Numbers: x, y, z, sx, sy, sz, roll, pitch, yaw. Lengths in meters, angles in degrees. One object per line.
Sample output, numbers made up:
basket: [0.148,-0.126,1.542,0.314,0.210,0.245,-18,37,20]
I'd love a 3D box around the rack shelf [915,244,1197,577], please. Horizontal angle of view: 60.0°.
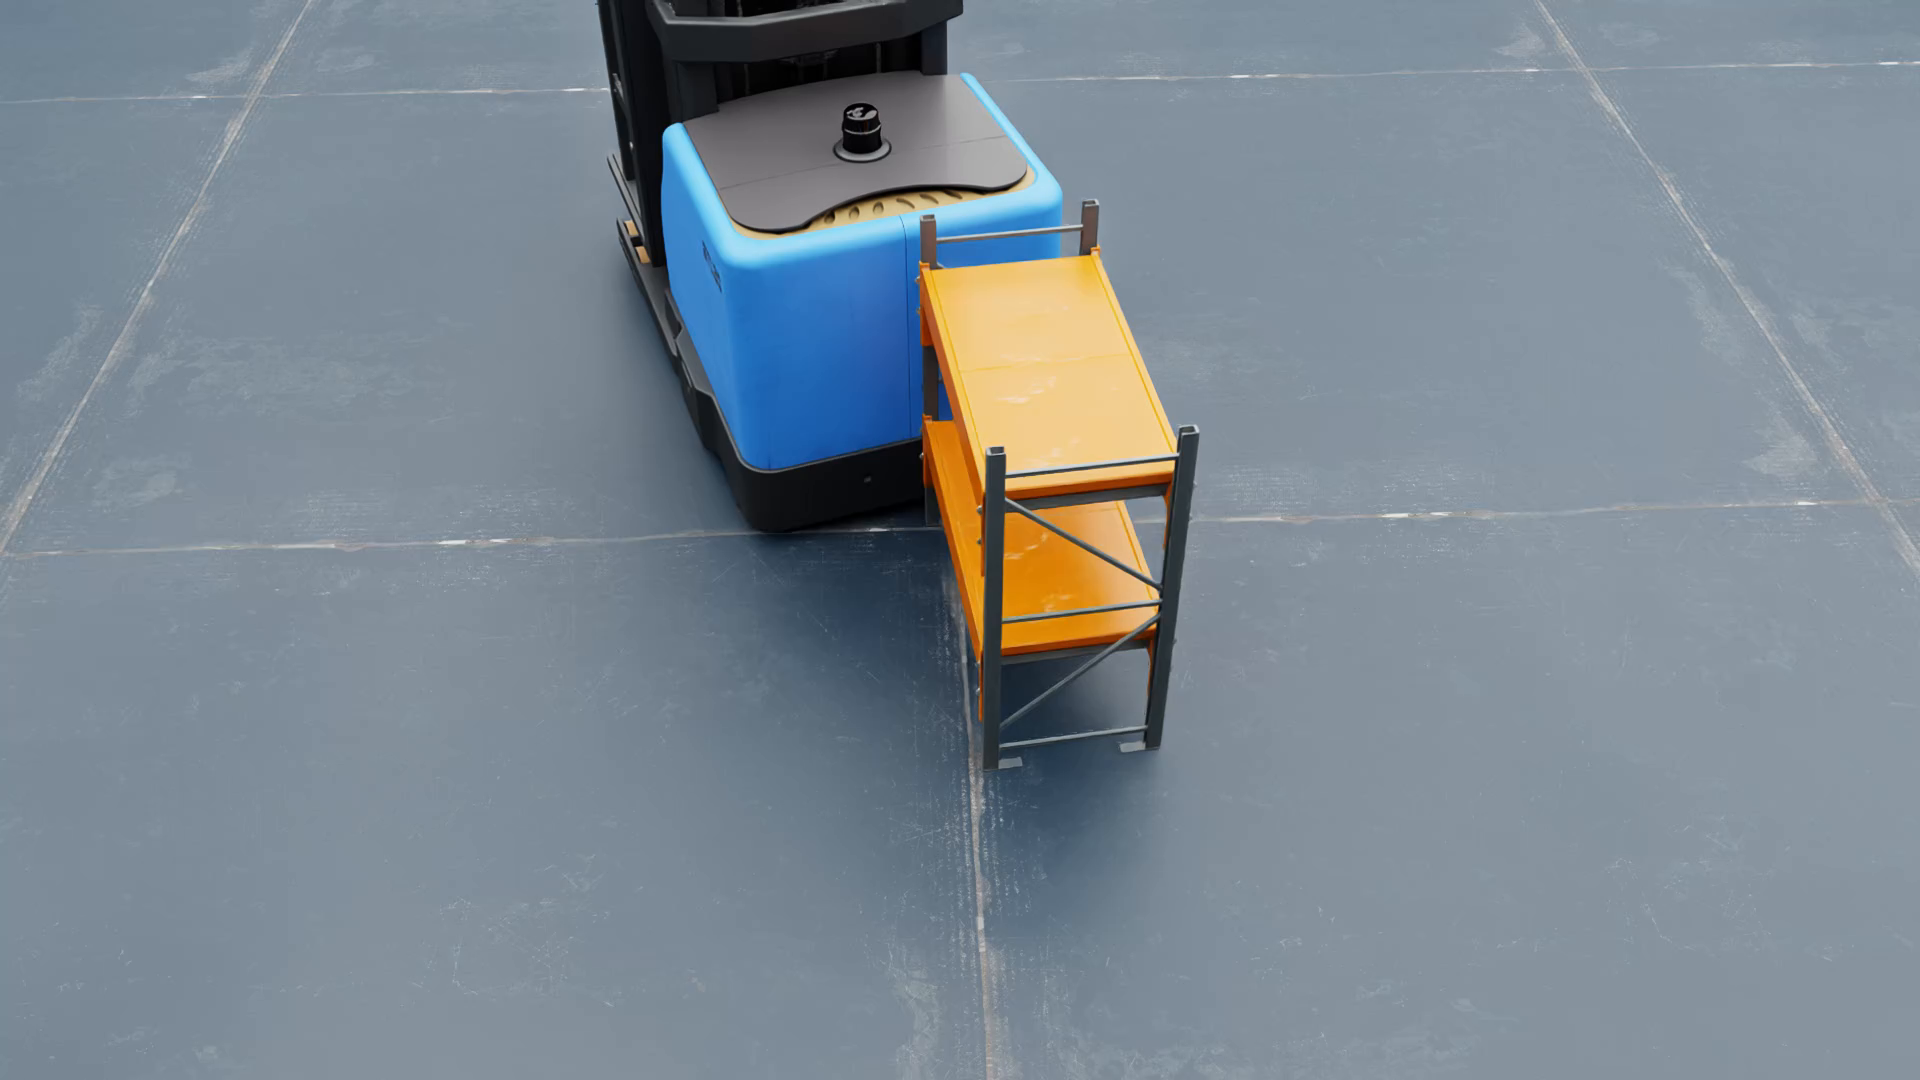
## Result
rack shelf: [0.223,-0.371,4.389,0.538,0.278,1.000,-7,43,-7]

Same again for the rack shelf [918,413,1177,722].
rack shelf: [0.223,0.025,4.752,0.538,0.278,1.000,-7,43,-7]

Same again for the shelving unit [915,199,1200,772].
shelving unit: [0.223,-0.155,4.587,0.538,1.125,1.048,-7,43,-7]

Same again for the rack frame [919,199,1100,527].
rack frame: [0.137,-0.494,4.956,0.500,1.125,0.032,-7,43,-7]

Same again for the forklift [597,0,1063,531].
forklift: [-0.673,-2.116,5.389,1.130,2.935,3.031,-14,44,-15]

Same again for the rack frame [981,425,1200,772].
rack frame: [0.308,0.183,4.217,0.500,1.125,0.032,-7,43,-7]
